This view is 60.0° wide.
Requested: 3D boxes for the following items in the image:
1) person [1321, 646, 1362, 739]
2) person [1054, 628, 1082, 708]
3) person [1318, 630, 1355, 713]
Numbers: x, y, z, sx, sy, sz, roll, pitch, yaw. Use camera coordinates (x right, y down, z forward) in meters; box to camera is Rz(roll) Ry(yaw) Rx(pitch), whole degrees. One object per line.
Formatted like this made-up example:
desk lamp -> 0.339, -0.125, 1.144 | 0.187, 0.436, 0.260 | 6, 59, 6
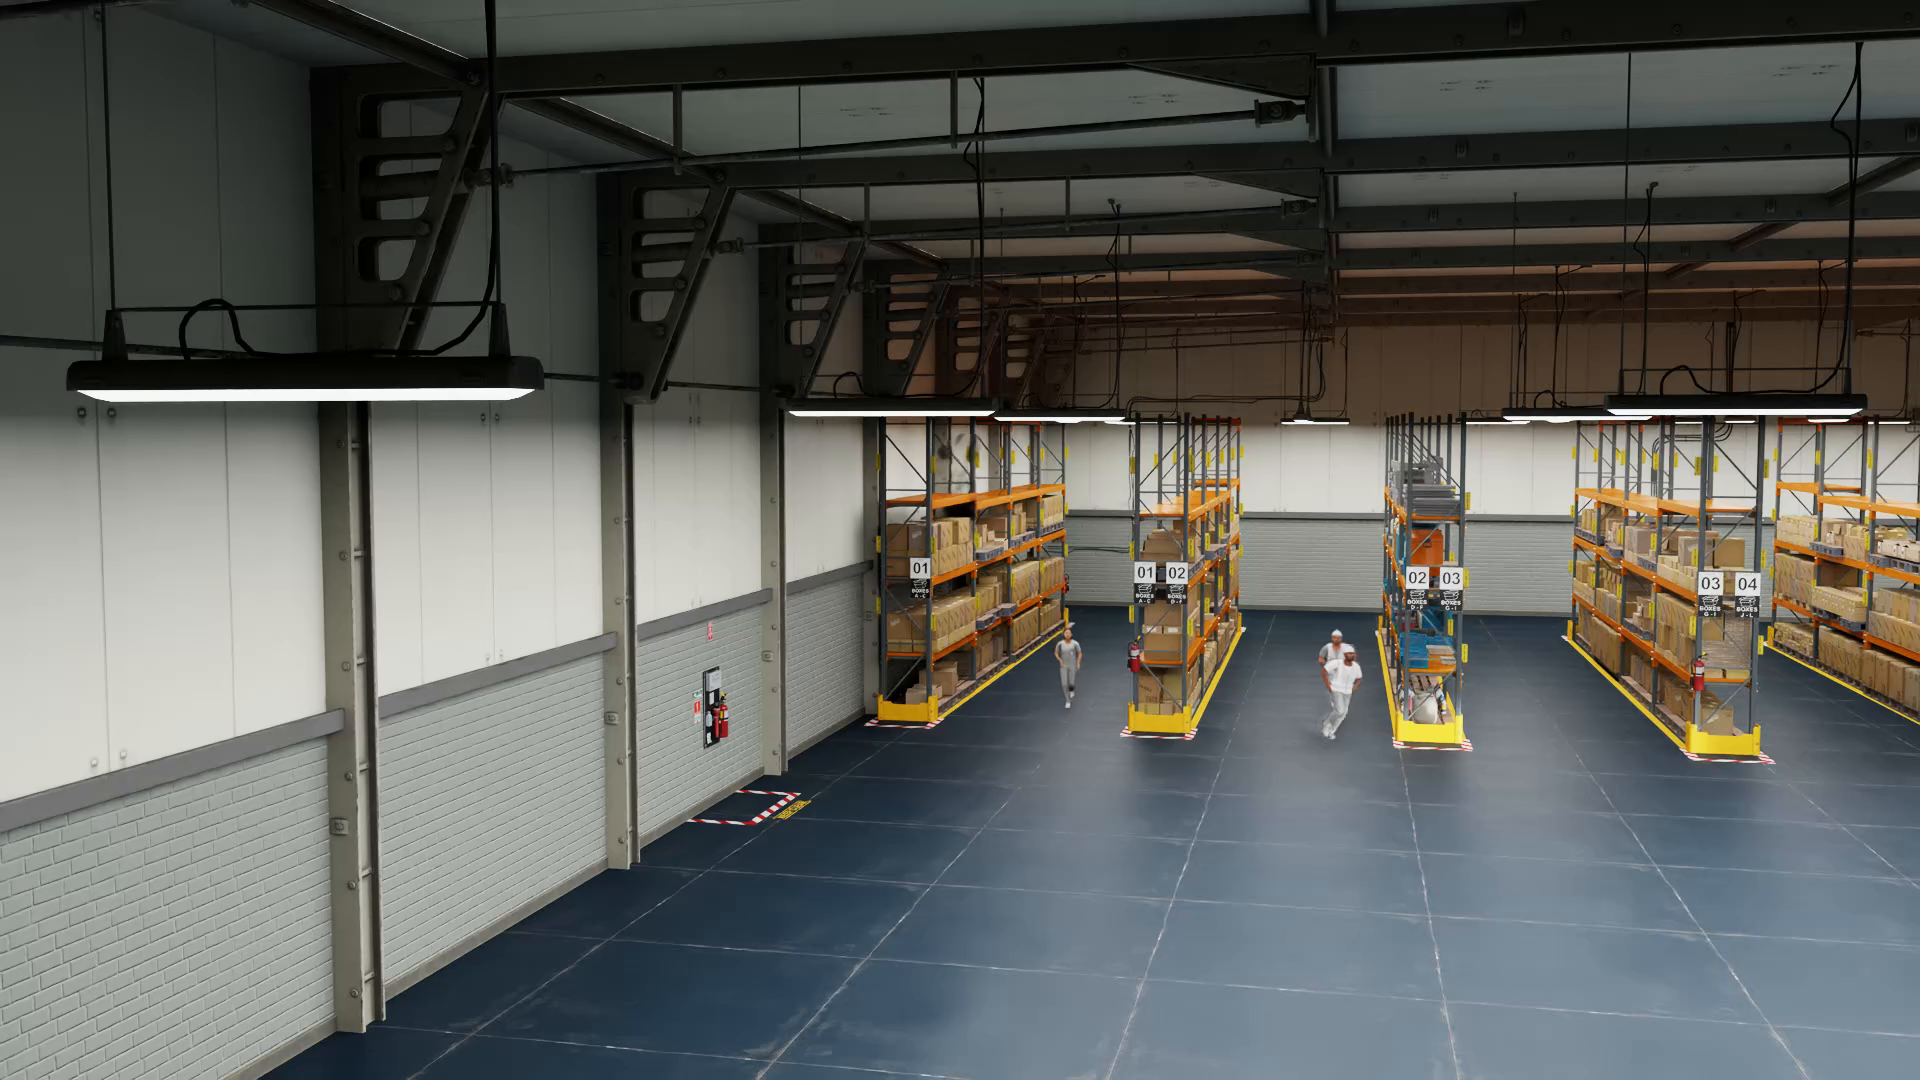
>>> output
person -> 7.054, 2.800, 30.553 | 0.720, 1.711, 0.571 | -1, 4, -18
person -> 2.218, 2.609, 34.140 | 0.566, 1.630, 0.572 | 0, 4, 6
person -> 7.332, 2.634, 32.400 | 0.687, 1.787, 1.054 | 1, 4, 17
